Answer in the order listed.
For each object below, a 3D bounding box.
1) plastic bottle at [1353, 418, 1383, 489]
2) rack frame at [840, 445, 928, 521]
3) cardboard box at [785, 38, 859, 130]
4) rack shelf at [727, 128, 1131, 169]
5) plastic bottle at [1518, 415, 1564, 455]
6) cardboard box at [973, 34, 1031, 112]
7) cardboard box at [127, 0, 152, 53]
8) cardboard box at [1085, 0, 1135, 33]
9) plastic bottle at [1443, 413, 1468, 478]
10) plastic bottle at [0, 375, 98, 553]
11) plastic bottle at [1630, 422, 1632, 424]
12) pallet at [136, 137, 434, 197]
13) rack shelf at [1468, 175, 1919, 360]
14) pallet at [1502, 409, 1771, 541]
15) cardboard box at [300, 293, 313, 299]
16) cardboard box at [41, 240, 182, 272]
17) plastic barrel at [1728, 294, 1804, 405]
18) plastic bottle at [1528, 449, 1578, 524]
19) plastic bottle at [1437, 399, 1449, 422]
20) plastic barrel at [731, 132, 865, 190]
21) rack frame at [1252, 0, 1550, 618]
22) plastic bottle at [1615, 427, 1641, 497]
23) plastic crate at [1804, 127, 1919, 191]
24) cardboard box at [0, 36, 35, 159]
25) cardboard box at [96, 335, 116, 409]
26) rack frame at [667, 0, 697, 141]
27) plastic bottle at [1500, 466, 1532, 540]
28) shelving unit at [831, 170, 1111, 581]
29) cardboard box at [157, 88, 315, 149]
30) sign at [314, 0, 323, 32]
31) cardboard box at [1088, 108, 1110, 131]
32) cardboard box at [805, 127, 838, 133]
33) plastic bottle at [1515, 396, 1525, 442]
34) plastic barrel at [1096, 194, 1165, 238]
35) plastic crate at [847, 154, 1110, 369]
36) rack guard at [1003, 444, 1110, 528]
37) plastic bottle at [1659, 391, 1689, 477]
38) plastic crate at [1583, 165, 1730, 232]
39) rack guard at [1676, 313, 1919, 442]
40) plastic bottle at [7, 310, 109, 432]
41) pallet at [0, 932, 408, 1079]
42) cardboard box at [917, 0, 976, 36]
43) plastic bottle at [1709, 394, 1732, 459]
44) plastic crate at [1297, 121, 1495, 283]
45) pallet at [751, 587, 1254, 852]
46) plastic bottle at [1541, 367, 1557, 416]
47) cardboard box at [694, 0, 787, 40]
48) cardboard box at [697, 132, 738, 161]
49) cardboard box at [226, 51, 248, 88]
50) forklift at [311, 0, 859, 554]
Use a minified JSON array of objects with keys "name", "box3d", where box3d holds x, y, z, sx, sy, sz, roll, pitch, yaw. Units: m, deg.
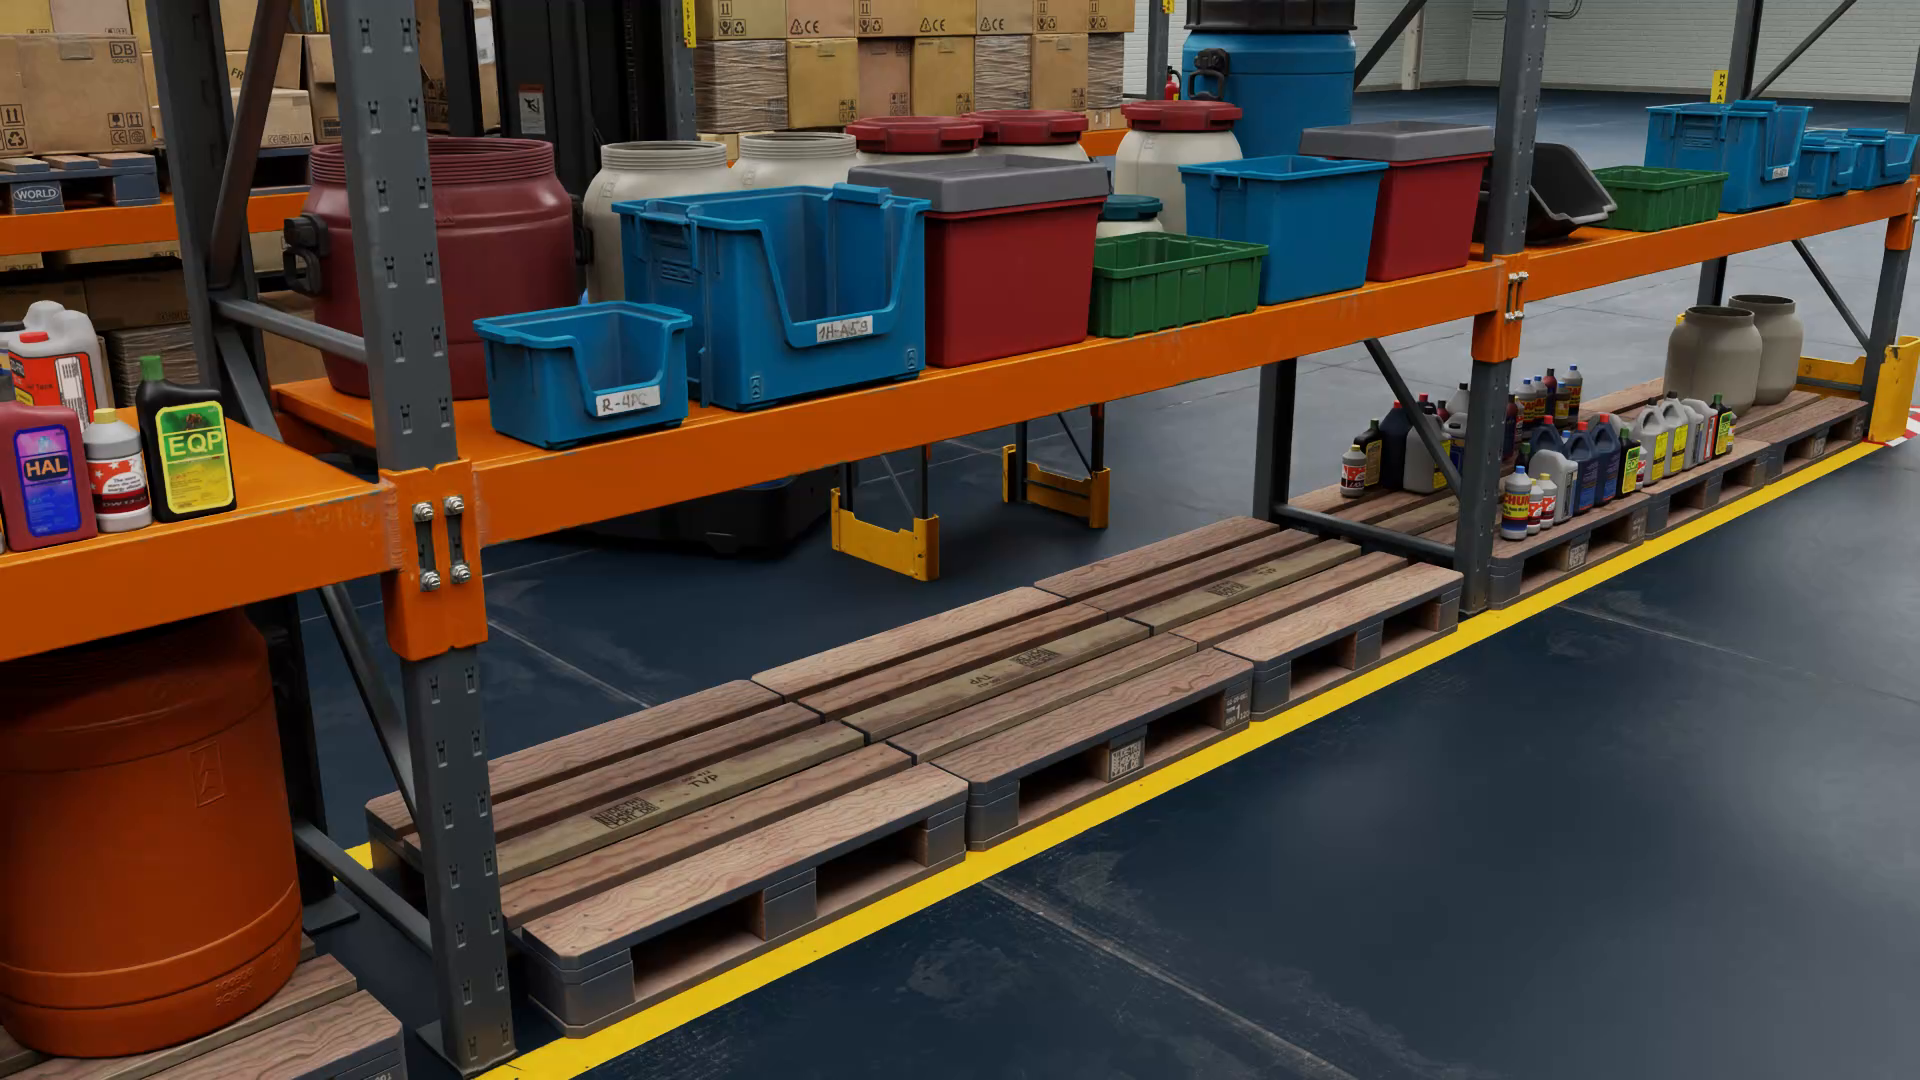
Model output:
[{"name":"plastic bottle","box3d":[1.693,-0.358,6.917,0.133,0.283,0.061,-15,23,-38]},{"name":"rack frame","box3d":[-0.307,-0.624,6.477,0.032,1.500,0.500,-16,24,-41]},{"name":"cardboard box","box3d":[-1.076,-2.744,9.939,0.500,0.500,0.875,-16,24,-41]},{"name":"rack shelf","box3d":[-0.380,-2.457,10.865,4.000,0.370,1.077,-16,24,-41]},{"name":"plastic bottle","box3d":[2.342,-0.325,6.704,0.185,0.351,0.144,-16,24,-41]},{"name":"cardboard box","box3d":[-0.019,-3.072,10.952,0.500,0.500,0.875,-16,24,-41]},{"name":"cardboard box","box3d":[-5.896,-3.815,12.105,0.500,0.500,0.700,-17,24,-42]},{"name":"cardboard box","box3d":[0.844,-3.715,11.315,0.500,0.500,0.500,-16,24,-41]},{"name":"plastic bottle","box3d":[2.099,-0.393,7.035,0.135,0.276,0.152,-16,24,-41]},{"name":"plastic bottle","box3d":[-1.505,-0.132,2.717,0.133,0.283,0.061,-16,24,-41]},{"name":"plastic bottle","box3d":[2.908,-0.409,7.205,0.097,0.201,0.097,0,18,0]},{"name":"pallet","box3d":[-3.329,-1.865,8.184,1.213,0.211,1.003,-16,24,-41]},{"name":"rack shelf","box3d":[3.023,-1.347,7.441,4.000,0.370,1.077,-16,24,-41]},{"name":"pallet","box3d":[2.973,-0.331,7.665,1.213,0.211,1.003,-16,24,-41]},{"name":"cardboard box","box3d":[-3.060,-1.054,8.713,0.700,0.500,0.500,15,23,39]},{"name":"cardboard box","box3d":[-6.260,-2.282,12.127,0.750,0.750,1.050,-16,24,-41]},{"name":"plastic barrel","box3d":[4.051,-0.972,8.473,0.421,0.512,0.421,0,18,0]},{"name":"plastic bottle","box3d":[2.319,-0.223,6.511,0.135,0.276,0.152,-15,23,-39]},{"name":"plastic bottle","box3d":[2.069,-0.468,7.255,0.133,0.283,0.061,-14,23,-37]},{"name":"plastic barrel","box3d":[-0.430,-0.826,4.487,0.421,0.512,0.421,0,18,0]},{"name":"rack frame","box3d":[1.570,-1.265,6.023,0.127,3.000,1.000,-16,24,-41]},{"name":"plastic bottle","box3d":[2.727,-0.326,6.817,0.133,0.283,0.061,-15,23,-38]},{"name":"plastic crate","box3d":[4.318,-1.869,8.126,0.616,0.251,0.499,-16,24,-41]},{"name":"cardboard box","box3d":[-4.375,-1.898,7.133,0.500,0.500,0.500,14,23,37]},{"name":"cardboard box","box3d":[-4.266,-0.694,7.602,0.700,0.500,0.500,16,24,41]},{"name":"rack frame","box3d":[-1.833,-2.375,9.446,0.127,3.000,1.000,-16,24,-41]},{"name":"plastic bottle","box3d":[2.103,-0.146,6.281,0.097,0.271,0.097,0,18,0]},{"name":"shelving unit","box3d":[0.055,-0.730,6.803,1.083,1.500,0.587,-16,24,-41]},{"name":"cardboard box","box3d":[-3.364,-1.959,7.727,0.500,0.250,0.500,17,25,42]},{"name":"sign","box3d":[-4.788,-3.902,12.406,0.005,0.325,0.100,-16,24,-41]},{"name":"cardboard box","box3d":[0.826,-2.944,11.608,0.250,0.149,0.380,-16,24,-41]},{"name":"cardboard box","box3d":[-0.942,-2.398,9.925,0.250,0.149,0.380,-16,24,-41]},{"name":"plastic bottle","box3d":[2.551,-0.562,7.677,0.097,0.201,0.097,0,18,0]},{"name":"plastic barrel","box3d":[0.503,-0.953,5.285,0.301,0.262,0.301,0,18,0]},{"name":"plastic crate","box3d":[0.048,-0.722,4.244,0.583,0.464,0.402,-16,24,-41]},{"name":"rack guard","box3d":[0.417,-0.241,7.321,0.087,0.250,0.587,-16,24,-41]},{"name":"plastic bottle","box3d":[3.023,-0.462,7.127,0.185,0.351,0.144,-15,23,-39]},{"name":"plastic crate","box3d":[2.750,-1.389,6.748,0.662,0.188,0.450,-16,24,-41]},{"name":"rack guard","box3d":[4.453,-0.897,8.941,0.348,0.500,1.175,-16,24,-41]},{"name":"plastic bottle","box3d":[-1.769,-0.305,3.263,0.135,0.276,0.152,-16,24,-41]},{"name":"pallet","box3d":[-1.881,1.085,3.295,1.213,0.211,1.003,-16,24,-41]},{"name":"cardboard box","box3d":[-0.250,-3.399,10.338,0.500,0.500,0.500,-16,24,-41]},{"name":"plastic bottle","box3d":[3.371,-0.514,7.396,0.133,0.283,0.061,-16,24,-40]},{"name":"plastic crate","box3d":[1.428,-1.124,5.485,0.583,0.464,0.402,-16,24,-41]},{"name":"pallet","box3d":[0.139,0.496,5.112,1.213,0.211,1.003,-16,24,-41]},{"name":"plastic bottle","box3d":[2.768,-0.672,7.883,0.133,0.283,0.061,-16,24,-40]},{"name":"cardboard box","box3d":[-1.331,-3.078,9.349,0.500,0.500,0.500,-16,24,-41]},{"name":"cardboard box","box3d":[-1.470,-2.234,9.418,0.250,0.149,0.380,-16,24,-41]},{"name":"cardboard box","box3d":[-5.363,-3.385,12.400,0.500,0.500,0.500,-16,24,-41]},{"name":"forklift","box3d":[-2.033,-1.574,7.088,3.031,2.935,1.130,5,19,15]}]
